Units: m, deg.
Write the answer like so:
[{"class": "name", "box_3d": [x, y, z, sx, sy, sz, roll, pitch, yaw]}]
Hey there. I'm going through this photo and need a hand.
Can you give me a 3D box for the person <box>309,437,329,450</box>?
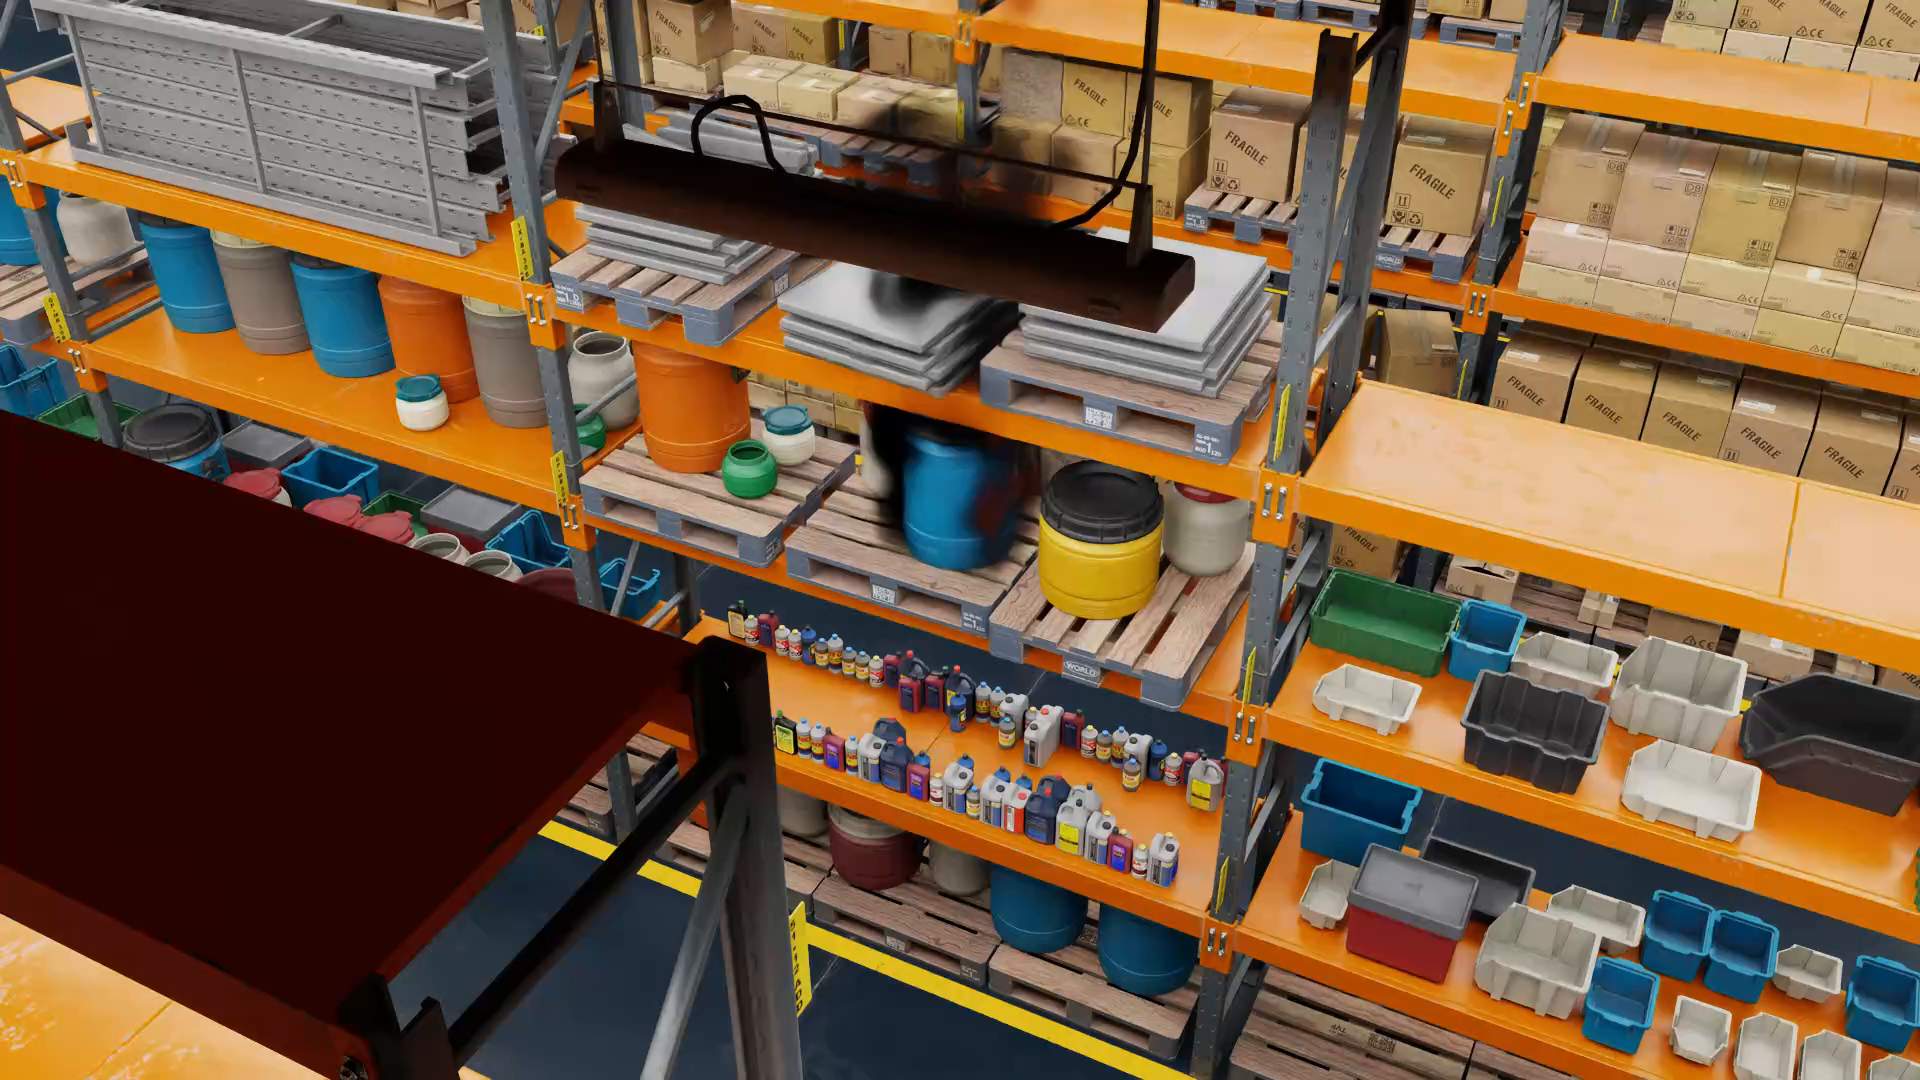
[{"class": "person", "box_3d": [-5.762, -1.318, 14.307, 0.623, 1.696, 0.684, 11, 37, 15]}]
